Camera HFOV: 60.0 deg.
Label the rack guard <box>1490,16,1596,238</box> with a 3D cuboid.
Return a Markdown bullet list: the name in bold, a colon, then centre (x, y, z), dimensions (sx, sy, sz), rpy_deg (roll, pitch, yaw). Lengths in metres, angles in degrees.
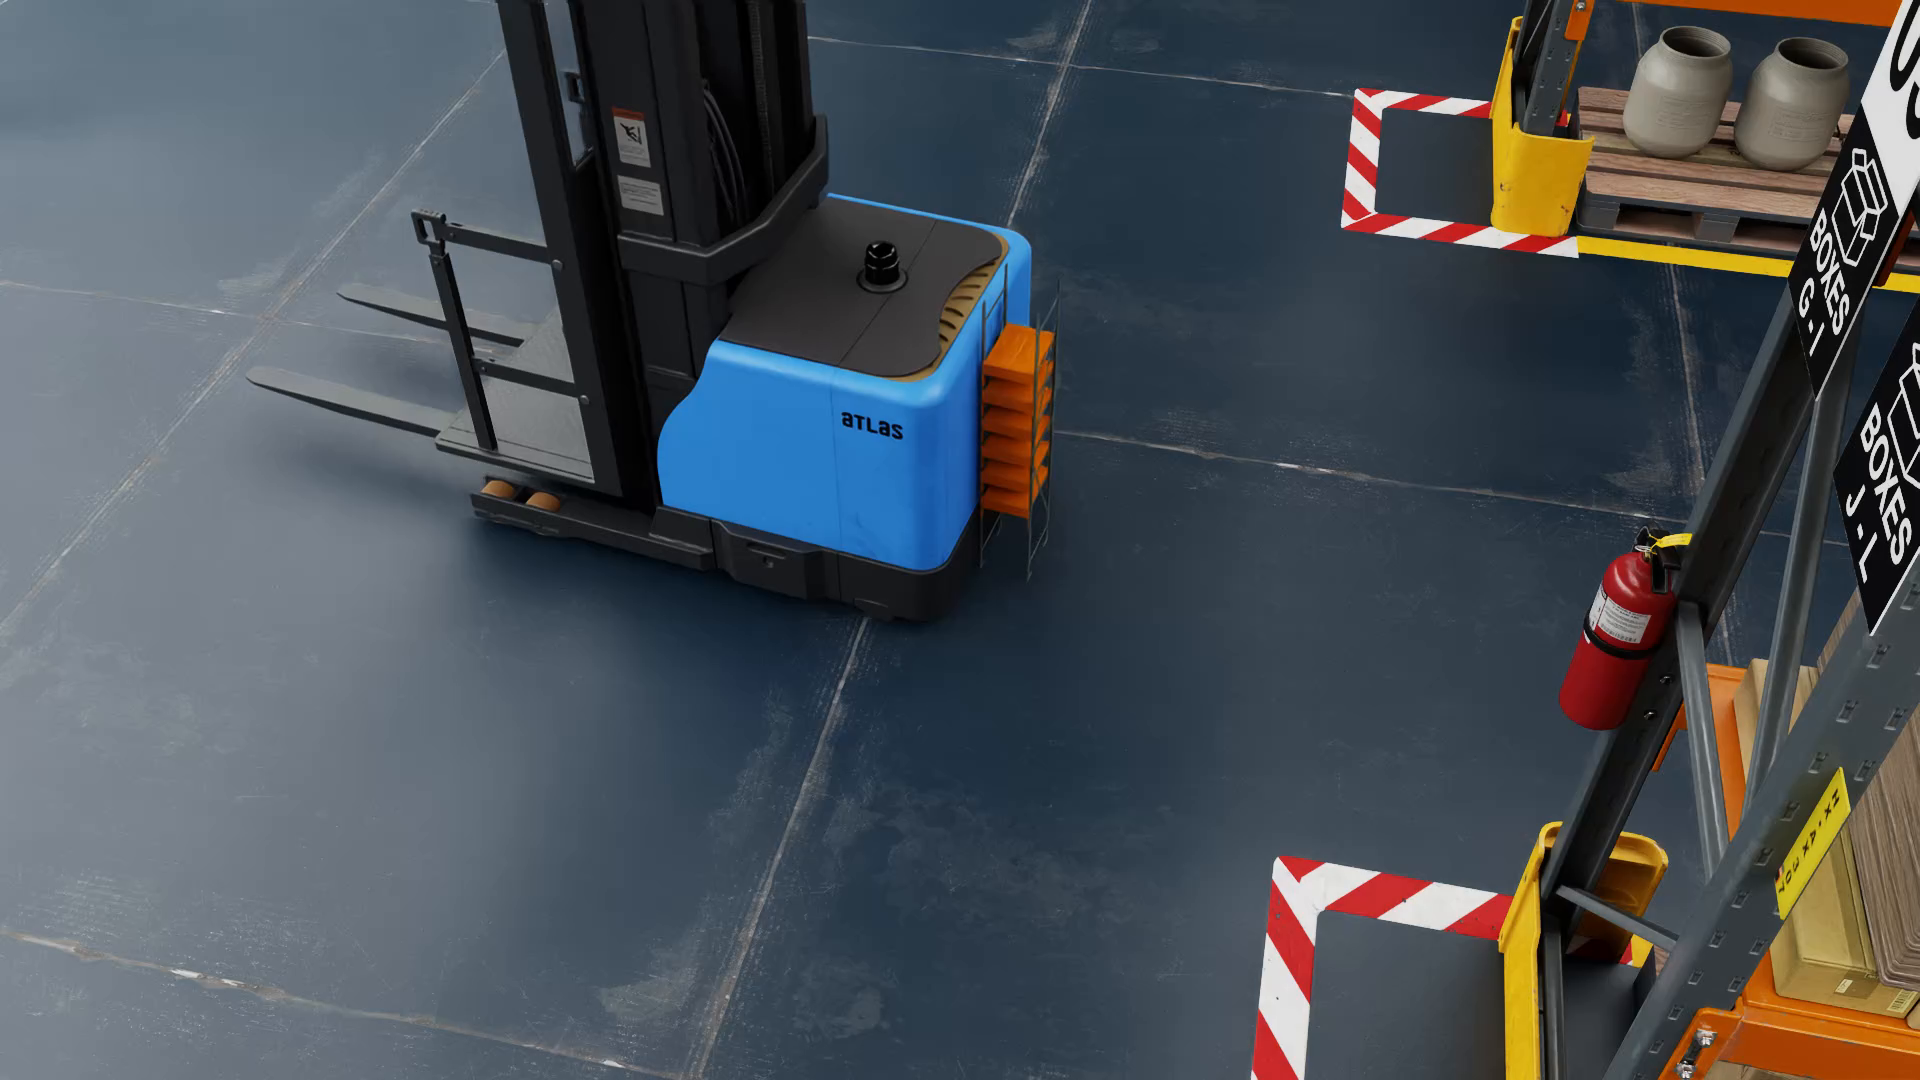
- **rack guard**: centre (2.772, -1.994, 7.961), dimensions (0.348, 0.500, 1.175), rpy_deg (9, 45, 9)

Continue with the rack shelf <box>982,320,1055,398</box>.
- **rack shelf**: centre (0.201, -0.605, 5.559), dimensions (0.180, 0.103, 0.258), rpy_deg (14, 46, 14)

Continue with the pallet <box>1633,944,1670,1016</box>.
- **pallet**: centre (2.465, 1.640, 4.393), dimensions (1.213, 0.211, 1.003), rpy_deg (9, 45, 9)

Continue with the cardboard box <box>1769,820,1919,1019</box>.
- **cardboard box**: centre (1.832, 0.772, 3.466), dimensions (0.250, 0.149, 0.380), rpy_deg (9, 45, 9)

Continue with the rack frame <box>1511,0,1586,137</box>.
- **rack frame**: centre (2.688, -2.875, 7.073), dimensions (0.127, 3.000, 1.000), rpy_deg (9, 45, 9)

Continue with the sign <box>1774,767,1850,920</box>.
- **sign**: centre (1.488, 0.533, 2.909), dimensions (0.005, 0.325, 0.100), rpy_deg (9, 45, 9)

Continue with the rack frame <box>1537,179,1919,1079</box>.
- **rack frame**: centre (1.606, 0.477, 3.591), dimensions (0.127, 3.000, 1.000), rpy_deg (9, 45, 9)

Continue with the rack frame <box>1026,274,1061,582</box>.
- **rack frame**: centre (0.287, -0.356, 5.755), dimensions (0.006, 1.200, 0.240), rpy_deg (14, 46, 14)

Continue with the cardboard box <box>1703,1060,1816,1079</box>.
- **cardboard box**: centre (2.212, 1.333, 4.202), dimensions (0.500, 0.500, 0.500), rpy_deg (17, 46, 17)

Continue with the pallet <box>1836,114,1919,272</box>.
- **pallet**: centre (4.751, -1.577, 7.737), dimensions (1.213, 0.211, 1.003), rpy_deg (9, 45, 9)

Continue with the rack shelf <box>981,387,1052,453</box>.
- **rack shelf**: centre (0.201, -0.433, 5.725), dimensions (0.180, 0.103, 0.258), rpy_deg (14, 46, 14)

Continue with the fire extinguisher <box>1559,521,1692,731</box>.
- **fire extinguisher**: centre (1.595, 0.176, 3.960), dimensions (0.183, 0.674, 0.296), rpy_deg (9, 45, 9)

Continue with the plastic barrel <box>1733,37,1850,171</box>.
- **plastic barrel**: centre (3.836, -2.006, 7.662), dimensions (0.421, 0.512, 0.421), rpy_deg (0, 44, 0)

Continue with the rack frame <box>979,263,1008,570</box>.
- **rack frame**: centre (0.115, -0.400, 5.800), dimensions (0.006, 1.200, 0.240), rpy_deg (14, 46, 14)

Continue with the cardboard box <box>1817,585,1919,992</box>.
- **cardboard box**: centre (2.137, 0.436, 3.347), dimensions (0.500, 0.500, 0.875), rpy_deg (9, 45, 9)

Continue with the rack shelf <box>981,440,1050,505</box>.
- **rack shelf**: centre (0.201, -0.260, 5.892), dimensions (0.180, 0.103, 0.258), rpy_deg (14, 46, 14)

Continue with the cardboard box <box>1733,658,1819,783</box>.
- **cardboard box**: centre (1.929, 0.471, 3.778), dimensions (0.250, 0.149, 0.380), rpy_deg (9, 45, 9)

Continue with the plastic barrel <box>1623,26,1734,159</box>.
- **plastic barrel**: centre (3.347, -2.082, 7.741), dimensions (0.421, 0.512, 0.421), rpy_deg (0, 44, 0)

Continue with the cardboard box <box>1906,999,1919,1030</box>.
- **cardboard box**: centre (2.072, 0.823, 3.413), dimensions (0.250, 0.149, 0.380), rpy_deg (9, 45, 9)

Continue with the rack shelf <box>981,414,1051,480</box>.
- **rack shelf**: centre (0.201, -0.346, 5.808), dimensions (0.180, 0.103, 0.258), rpy_deg (14, 46, 14)

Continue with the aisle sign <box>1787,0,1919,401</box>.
- **aisle sign**: centre (1.611, -0.672, 2.910), dimensions (0.004, 0.787, 0.394), rpy_deg (9, 45, 9)

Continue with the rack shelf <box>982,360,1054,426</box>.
- **rack shelf**: centre (0.201, -0.519, 5.642), dimensions (0.180, 0.103, 0.258), rpy_deg (14, 46, 14)

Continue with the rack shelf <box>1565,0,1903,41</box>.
- **rack shelf**: centre (4.639, -2.313, 7.008), dimensions (4.000, 0.370, 1.077), rpy_deg (9, 45, 9)

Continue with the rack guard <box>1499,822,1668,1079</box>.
- **rack guard**: centre (1.680, 1.389, 4.446), dimensions (0.348, 0.500, 1.175), rpy_deg (9, 45, 9)

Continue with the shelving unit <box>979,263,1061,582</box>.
- **shelving unit**: centre (0.201, -0.378, 5.778), dimensions (0.189, 1.200, 0.258), rpy_deg (14, 46, 14)

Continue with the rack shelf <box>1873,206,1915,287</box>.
- **rack shelf**: centre (3.558, -0.041, 2.486), dimensions (4.000, 0.370, 1.077), rpy_deg (9, 45, 9)

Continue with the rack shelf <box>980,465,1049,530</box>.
- **rack shelf**: centre (0.201, -0.173, 5.975), dimensions (0.180, 0.103, 0.258), rpy_deg (14, 46, 14)

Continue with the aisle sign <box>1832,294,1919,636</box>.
- **aisle sign**: centre (1.480, -0.266, 2.488), dimensions (0.004, 0.787, 0.394), rpy_deg (9, 45, 9)

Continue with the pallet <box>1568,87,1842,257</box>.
- **pallet**: centre (3.564, -1.764, 7.930), dimensions (1.213, 0.211, 1.003), rpy_deg (9, 45, 9)

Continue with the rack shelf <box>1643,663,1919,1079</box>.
- **rack shelf**: centre (3.558, 1.039, 3.526), dimensions (4.000, 0.370, 1.077), rpy_deg (9, 45, 9)

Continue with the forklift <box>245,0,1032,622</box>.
- **forklift**: centre (-1.307, -1.399, 5.590), dimensions (3.031, 2.935, 1.130), rpy_deg (14, 46, 14)
